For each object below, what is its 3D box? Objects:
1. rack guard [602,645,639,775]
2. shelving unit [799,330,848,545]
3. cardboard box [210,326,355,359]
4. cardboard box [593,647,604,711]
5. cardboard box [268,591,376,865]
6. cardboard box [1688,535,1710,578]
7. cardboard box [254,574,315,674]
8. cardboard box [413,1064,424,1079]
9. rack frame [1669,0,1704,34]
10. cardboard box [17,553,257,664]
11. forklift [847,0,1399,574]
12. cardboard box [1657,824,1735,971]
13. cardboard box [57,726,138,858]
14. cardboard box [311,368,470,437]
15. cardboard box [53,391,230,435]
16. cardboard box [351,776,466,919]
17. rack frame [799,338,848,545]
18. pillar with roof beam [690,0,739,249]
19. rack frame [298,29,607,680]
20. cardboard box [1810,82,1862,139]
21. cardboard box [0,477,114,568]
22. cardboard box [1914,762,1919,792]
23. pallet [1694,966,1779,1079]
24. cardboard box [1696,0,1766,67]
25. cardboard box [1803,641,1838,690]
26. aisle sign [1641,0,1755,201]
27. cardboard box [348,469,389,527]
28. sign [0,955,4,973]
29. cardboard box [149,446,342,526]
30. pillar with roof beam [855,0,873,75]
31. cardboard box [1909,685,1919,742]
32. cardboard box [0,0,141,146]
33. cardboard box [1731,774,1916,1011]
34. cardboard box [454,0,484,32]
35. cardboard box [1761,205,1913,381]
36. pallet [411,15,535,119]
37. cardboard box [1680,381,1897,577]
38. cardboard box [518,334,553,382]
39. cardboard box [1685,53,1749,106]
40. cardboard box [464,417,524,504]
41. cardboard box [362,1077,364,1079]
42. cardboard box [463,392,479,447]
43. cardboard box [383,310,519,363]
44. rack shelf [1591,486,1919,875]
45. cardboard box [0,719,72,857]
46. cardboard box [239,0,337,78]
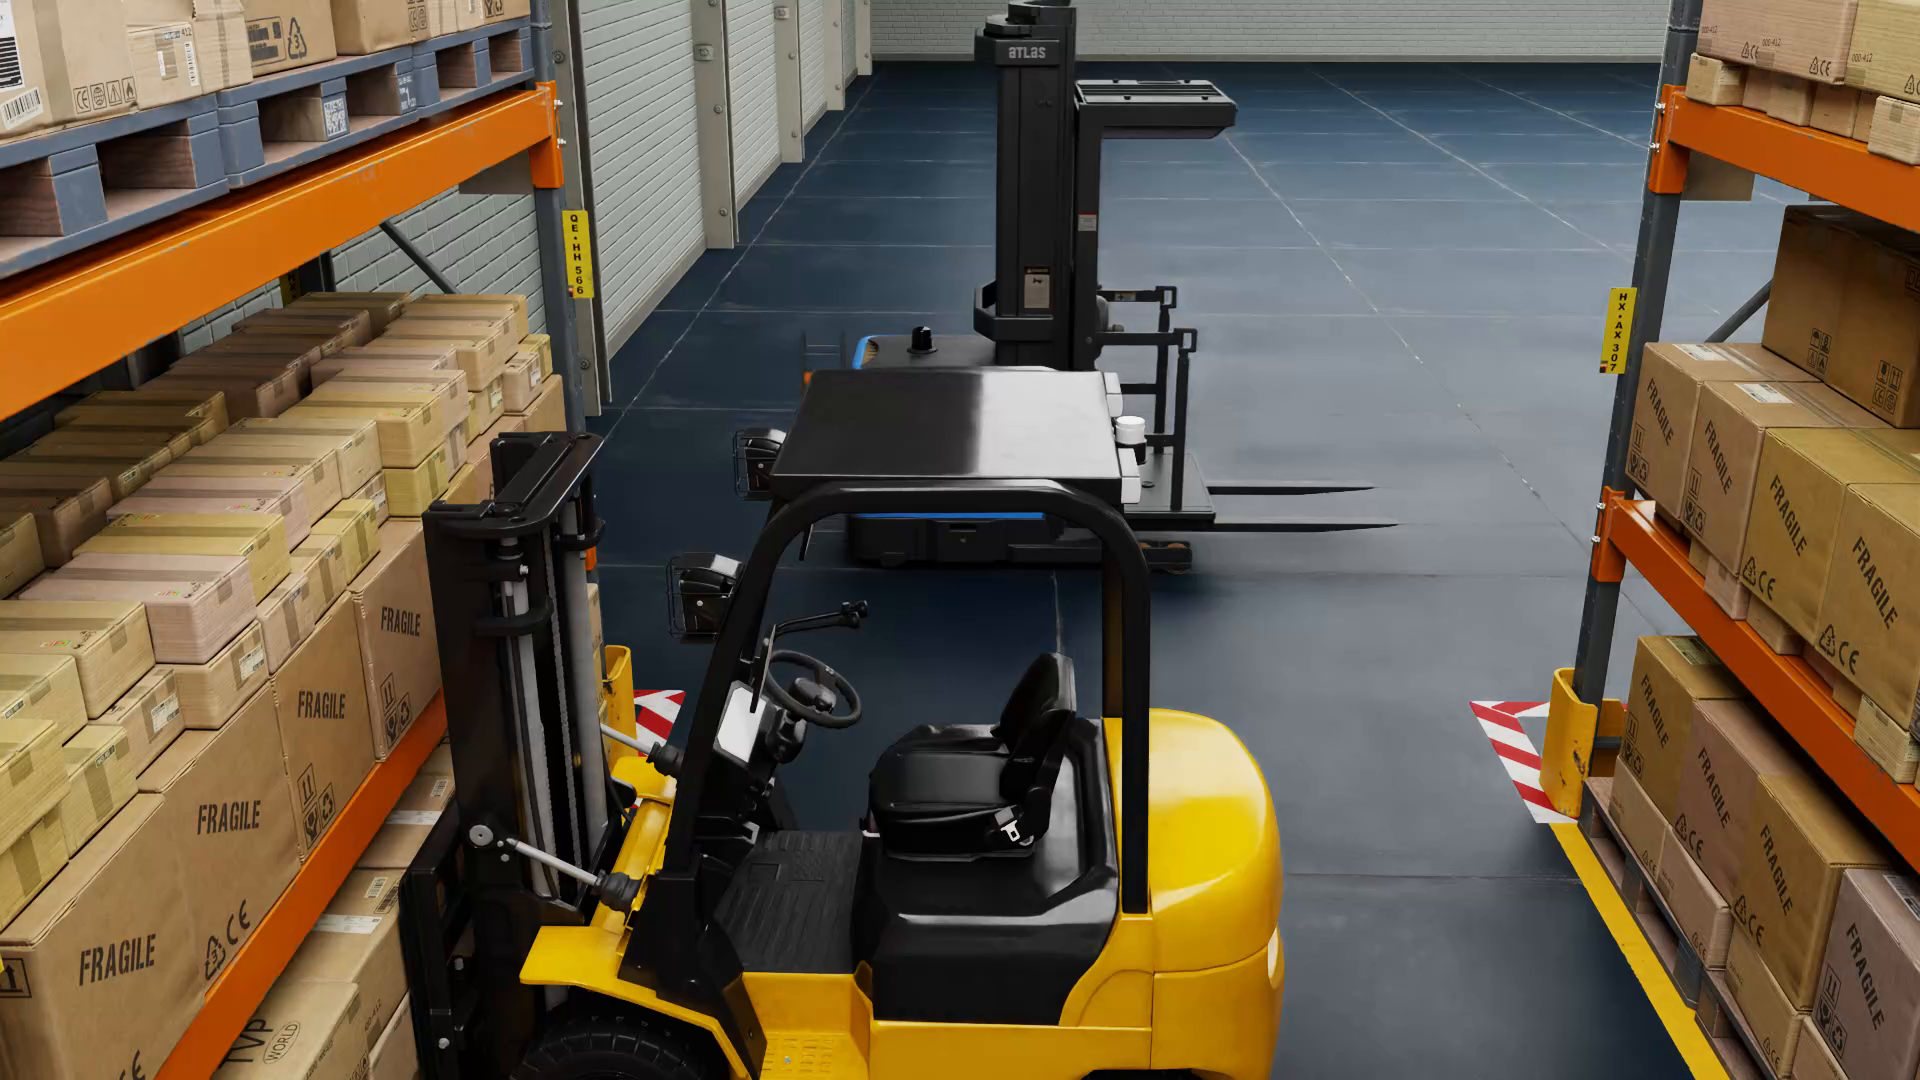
[{"bbox_3d":[-1.965,0.734,6.946,1.175,0.500,0.348,1,21,2],"label":"rack guard"},{"bbox_3d":[-0.753,-0.568,9.334,0.258,1.200,0.189,0,21,0],"label":"shelving unit"},{"bbox_3d":[-2.226,-0.601,5.486,0.380,0.149,0.250,1,21,3],"label":"cardboard box"},{"bbox_3d":[-1.669,0.610,6.340,0.500,0.250,0.500,0,21,1],"label":"cardboard box"},{"bbox_3d":[-1.800,0.448,4.089,0.500,0.500,0.500,0,21,1],"label":"cardboard box"},{"bbox_3d":[2.695,0.055,5.588,0.380,0.149,0.250,0,21,0],"label":"cardboard box"},{"bbox_3d":[-1.738,0.191,3.855,0.380,0.149,0.250,0,21,1],"label":"cardboard box"},{"bbox_3d":[-1.742,1.569,4.559,0.500,0.250,0.500,1,21,3],"label":"cardboard box"},{"bbox_3d":[2.995,-3.166,5.249,1.000,3.000,0.127,1,21,2],"label":"rack frame"},{"bbox_3d":[-1.755,0.144,3.564,0.380,0.149,0.250,1,21,3],"label":"cardboard box"},{"bbox_3d":[0.906,-1.375,9.020,3.031,2.935,1.130,0,21,1],"label":"forklift"},{"bbox_3d":[2.671,1.190,5.536,0.500,0.250,0.500,1,21,4],"label":"cardboard box"},{"bbox_3d":[-1.809,0.469,3.139,0.380,0.149,0.250,1,21,3],"label":"cardboard box"},{"bbox_3d":[-1.703,-0.409,4.991,0.380,0.149,0.250,1,21,3],"label":"cardboard box"},{"bbox_3d":[-2.337,-0.323,4.767,0.380,0.149,0.250,0,21,0],"label":"cardboard box"},{"bbox_3d":[-1.706,0.918,4.855,0.500,0.250,0.500,0,21,1],"label":"cardboard box"},{"bbox_3d":[-0.752,-0.535,9.249,0.240,1.200,0.006,0,21,0],"label":"rack frame"},{"bbox_3d":[1.780,-7.269,15.823,9.100,9.000,0.400,1,21,2],"label":"pillar with roof beam"},{"bbox_3d":[-1.966,-0.423,6.471,1.000,3.000,0.127,1,21,2],"label":"rack frame"},{"bbox_3d":[2.717,-1.253,4.812,0.380,0.149,0.250,1,21,1],"label":"cardboard box"},{"bbox_3d":[-2.309,-0.045,4.053,0.380,0.149,0.250,0,21,1],"label":"cardboard box"},{"bbox_3d":[2.644,0.615,4.144,0.380,0.149,0.250,0,21,1],"label":"cardboard box"},{"bbox_3d":[2.893,1.692,4.878,1.003,0.211,1.213,1,21,2],"label":"pallet"},{"bbox_3d":[2.714,-1.658,5.304,0.500,0.250,0.500,0,21,1],"label":"cardboard box"},{"bbox_3d":[2.719,0.336,4.863,0.380,0.149,0.250,1,21,3],"label":"cardboard box"},{"bbox_3d":[2.687,-1.607,5.930,0.394,0.787,0.004,1,21,2],"label":"aisle sign"},{"bbox_3d":[-1.809,-0.090,4.579,0.380,0.149,0.250,0,21,1],"label":"cardboard box"},{"bbox_3d":[-1.545,0.523,2.542,0.100,0.325,0.005,1,21,2],"label":"sign"},{"bbox_3d":[-1.832,-0.133,4.279,0.380,0.149,0.250,1,21,2],"label":"cardboard box"},{"bbox_3d":[2.327,-13.777,32.596,9.100,9.000,0.400,1,21,2],"label":"pillar with roof beam"},{"bbox_3d":[2.659,0.354,3.919,0.500,0.500,0.500,1,21,3],"label":"cardboard box"},{"bbox_3d":[-1.819,-0.874,2.892,0.500,0.311,0.500,1,21,3],"label":"cardboard box"},{"bbox_3d":[2.659,1.035,4.899,0.500,0.500,0.500,1,21,3],"label":"cardboard box"},{"bbox_3d":[-1.688,-1.643,5.099,0.380,0.149,0.250,0,21,0],"label":"cardboard box"},{"bbox_3d":[3.198,-0.834,5.599,0.700,0.500,0.500,0,21,0],"label":"cardboard box"},{"bbox_3d":[-2.014,-1.524,5.286,1.003,0.211,1.213,1,21,2],"label":"pallet"},{"bbox_3d":[2.691,-0.199,5.346,0.500,0.500,0.500,1,21,3],"label":"cardboard box"},{"bbox_3d":[-1.697,-0.643,6.005,0.380,0.149,0.250,1,21,2],"label":"cardboard box"},{"bbox_3d":[2.661,-1.534,5.537,0.380,0.149,0.250,1,21,2],"label":"cardboard box"},{"bbox_3d":[-1.744,-0.101,5.504,0.500,0.500,0.500,1,21,3],"label":"cardboard box"},{"bbox_3d":[-1.751,1.523,3.986,0.500,0.250,0.500,1,21,1],"label":"cardboard box"},{"bbox_3d":[-1.763,-0.368,5.295,0.380,0.149,0.250,0,21,1],"label":"cardboard box"},{"bbox_3d":[-1.743,-0.689,5.711,0.380,0.149,0.250,1,21,2],"label":"cardboard box"},{"bbox_3d":[2.934,0.689,4.600,1.077,0.370,4.000,1,21,2],"label":"rack shelf"},{"bbox_3d":[-1.782,0.424,2.843,0.380,0.149,0.250,1,21,3],"label":"cardboard box"},{"bbox_3d":[-1.923,-1.368,3.901,0.797,0.503,0.637,1,21,3],"label":"cardboard box"}]
